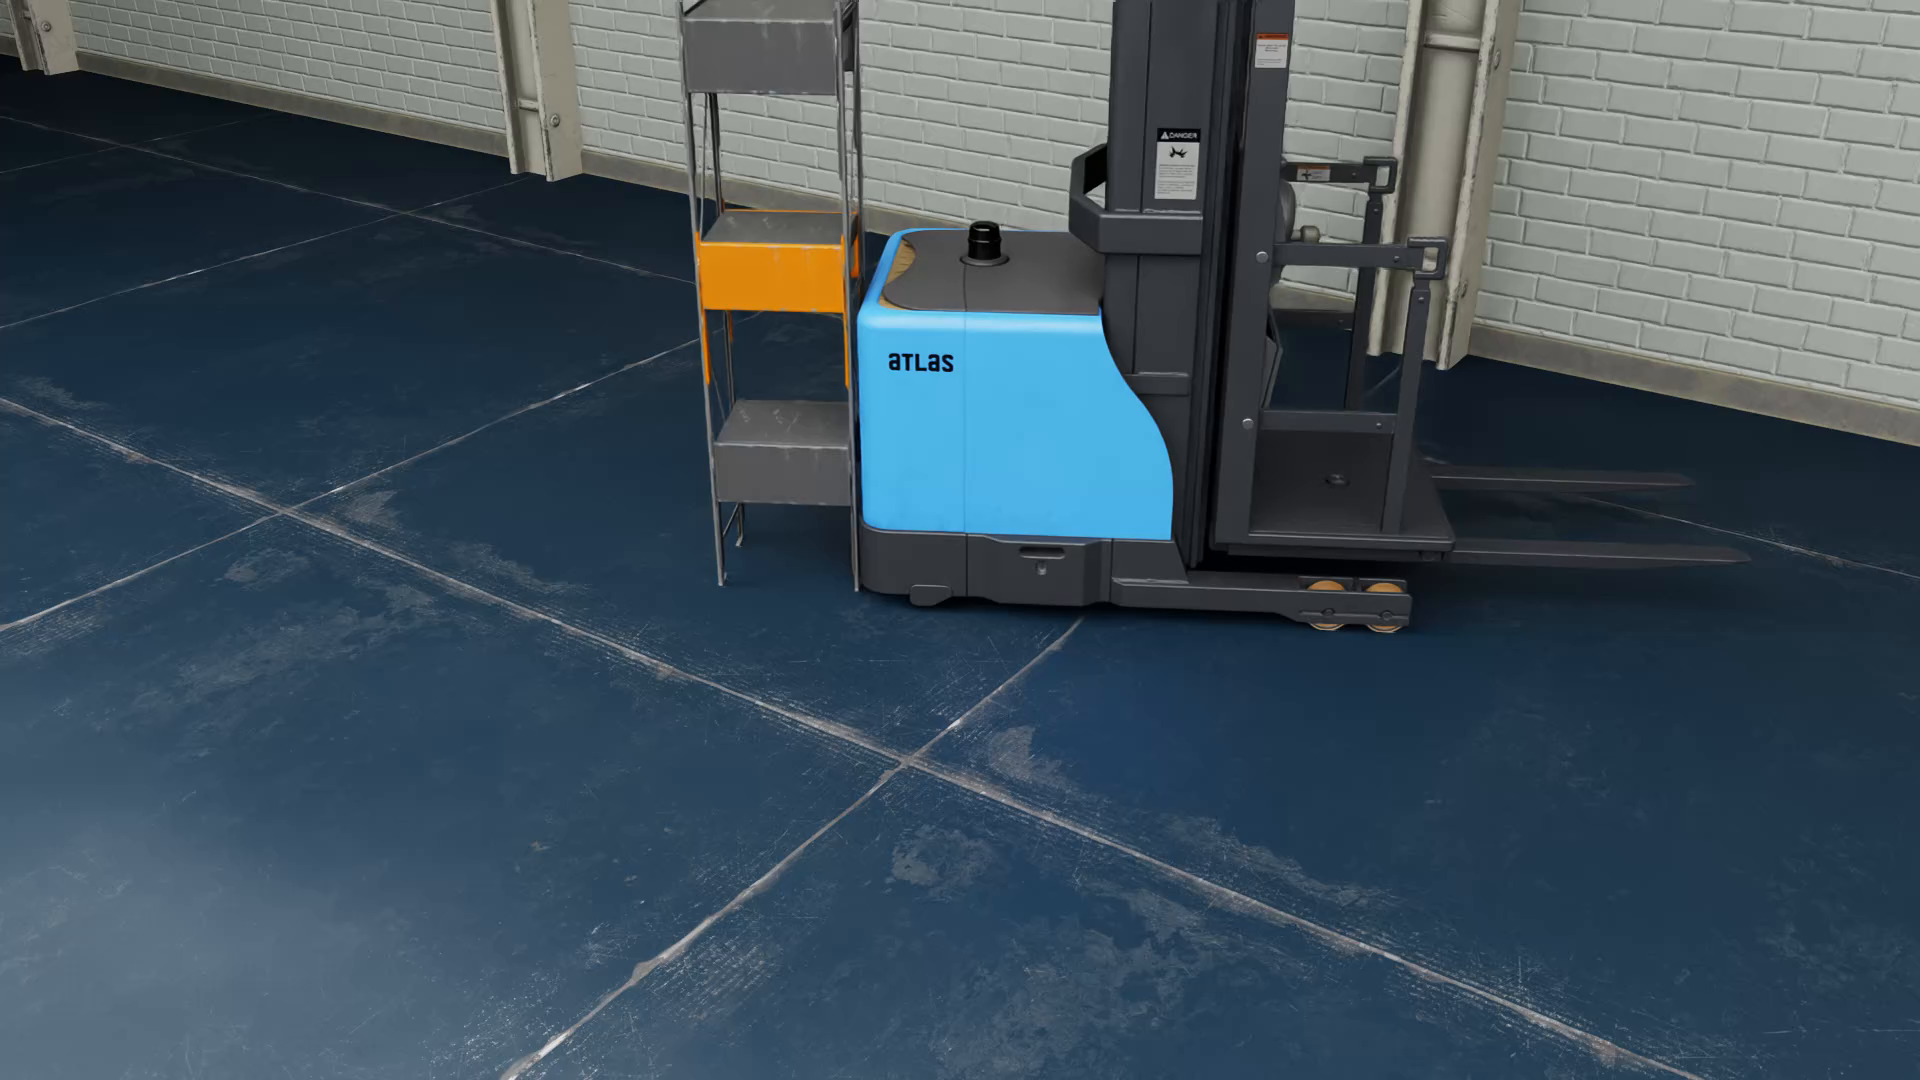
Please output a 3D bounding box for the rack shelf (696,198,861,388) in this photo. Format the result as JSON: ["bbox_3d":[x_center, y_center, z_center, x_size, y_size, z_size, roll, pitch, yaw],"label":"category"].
[{"bbox_3d":[-0.593,-0.837,5.610,0.480,0.518,0.431,2,27,4],"label":"rack shelf"}]

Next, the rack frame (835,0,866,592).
[{"bbox_3d":[-0.350,-0.841,5.587,0.015,2.100,0.400,2,27,4],"label":"rack frame"}]

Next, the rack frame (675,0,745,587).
[{"bbox_3d":[-0.836,-0.858,5.621,0.015,2.100,0.400,2,27,4],"label":"rack frame"}]

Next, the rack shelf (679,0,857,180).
[{"bbox_3d":[-0.593,-1.461,5.293,0.480,0.518,0.431,2,27,4],"label":"rack shelf"}]

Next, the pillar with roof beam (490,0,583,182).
[{"bbox_3d":[-5.172,-4.844,5.847,0.400,9.000,9.100,17,32,30],"label":"pillar with roof beam"}]

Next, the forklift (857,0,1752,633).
[{"bbox_3d":[1.197,-1.243,5.461,3.031,2.935,1.130,2,27,4],"label":"forklift"}]

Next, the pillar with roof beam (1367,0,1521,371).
[{"bbox_3d":[-0.226,-3.304,2.820,0.400,9.000,9.100,17,32,30],"label":"pillar with roof beam"}]

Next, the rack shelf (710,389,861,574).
[{"bbox_3d":[-0.593,-0.214,5.928,0.480,0.518,0.431,2,27,4],"label":"rack shelf"}]

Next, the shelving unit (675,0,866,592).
[{"bbox_3d":[-0.593,-0.850,5.604,0.503,2.100,0.431,2,27,4],"label":"shelving unit"}]

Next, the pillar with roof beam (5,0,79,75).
[{"bbox_3d":[-10.118,-6.385,8.875,0.400,9.000,9.100,17,32,30],"label":"pillar with roof beam"}]
